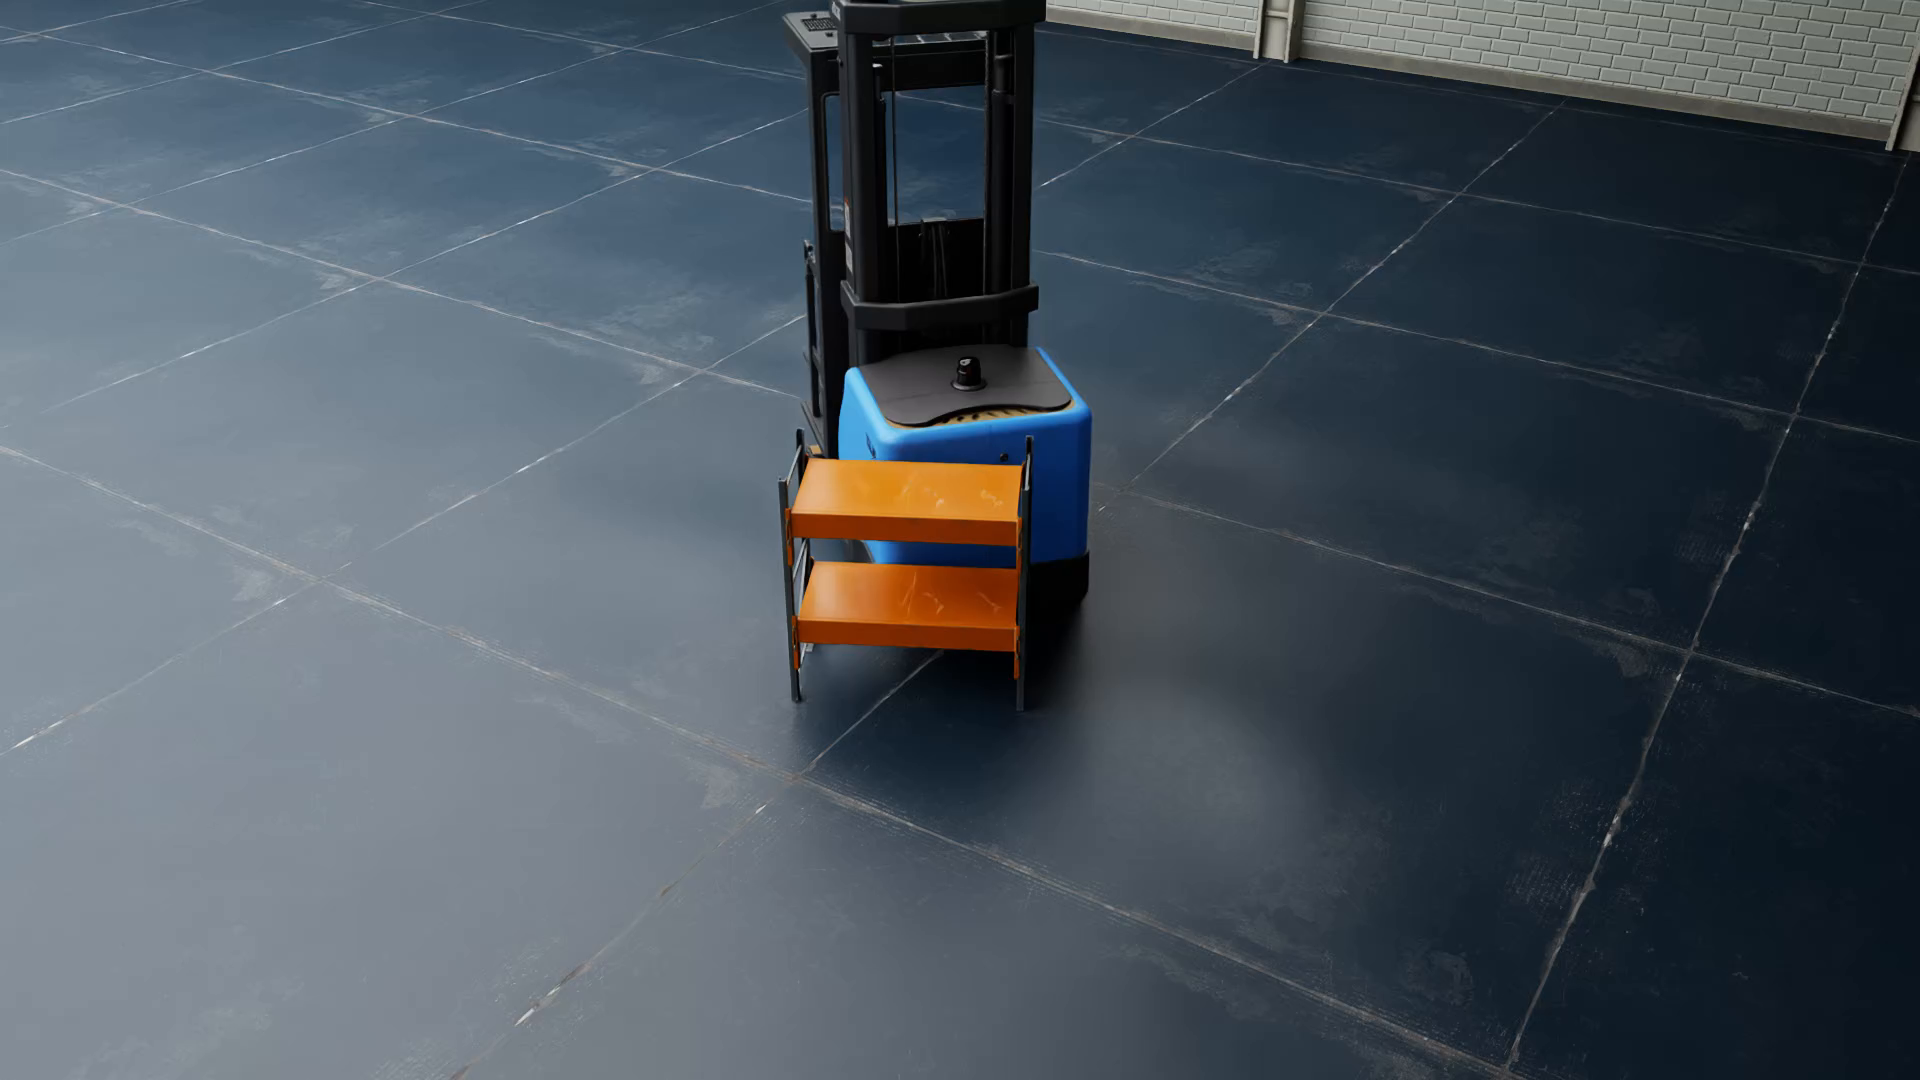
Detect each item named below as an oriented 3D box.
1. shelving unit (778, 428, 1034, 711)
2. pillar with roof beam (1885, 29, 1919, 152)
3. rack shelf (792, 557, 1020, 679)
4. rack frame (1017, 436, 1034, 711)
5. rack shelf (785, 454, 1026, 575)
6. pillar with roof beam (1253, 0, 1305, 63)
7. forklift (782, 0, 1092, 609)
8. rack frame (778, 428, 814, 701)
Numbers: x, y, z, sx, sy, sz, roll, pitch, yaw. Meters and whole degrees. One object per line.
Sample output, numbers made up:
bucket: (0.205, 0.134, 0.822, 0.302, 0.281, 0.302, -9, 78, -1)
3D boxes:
shelving unit: (-0.218, 0.135, 7.402, 1.048, 1.125, 0.538, 2, 30, 4)
pillar with roof beam: (6.108, -5.499, 9.247, 0.400, 9.000, 9.100, 18, 35, 27)
rack shelf: (-0.218, 0.346, 7.526, 1.000, 0.278, 0.538, 2, 30, 4)
rack frame: (0.289, 0.155, 7.369, 0.032, 1.125, 0.500, 2, 30, 4)
rack shelf: (-0.218, -0.118, 7.255, 1.000, 0.278, 0.538, 2, 30, 4)
pillar with roof beam: (1.026, -7.107, 12.002, 0.400, 9.000, 9.100, 18, 35, 27)
forklift: (-0.252, -1.587, 8.561, 1.130, 2.935, 3.031, -8, 31, -13)
rack frame: (-0.725, 0.115, 7.436, 0.032, 1.125, 0.500, 2, 30, 4)
